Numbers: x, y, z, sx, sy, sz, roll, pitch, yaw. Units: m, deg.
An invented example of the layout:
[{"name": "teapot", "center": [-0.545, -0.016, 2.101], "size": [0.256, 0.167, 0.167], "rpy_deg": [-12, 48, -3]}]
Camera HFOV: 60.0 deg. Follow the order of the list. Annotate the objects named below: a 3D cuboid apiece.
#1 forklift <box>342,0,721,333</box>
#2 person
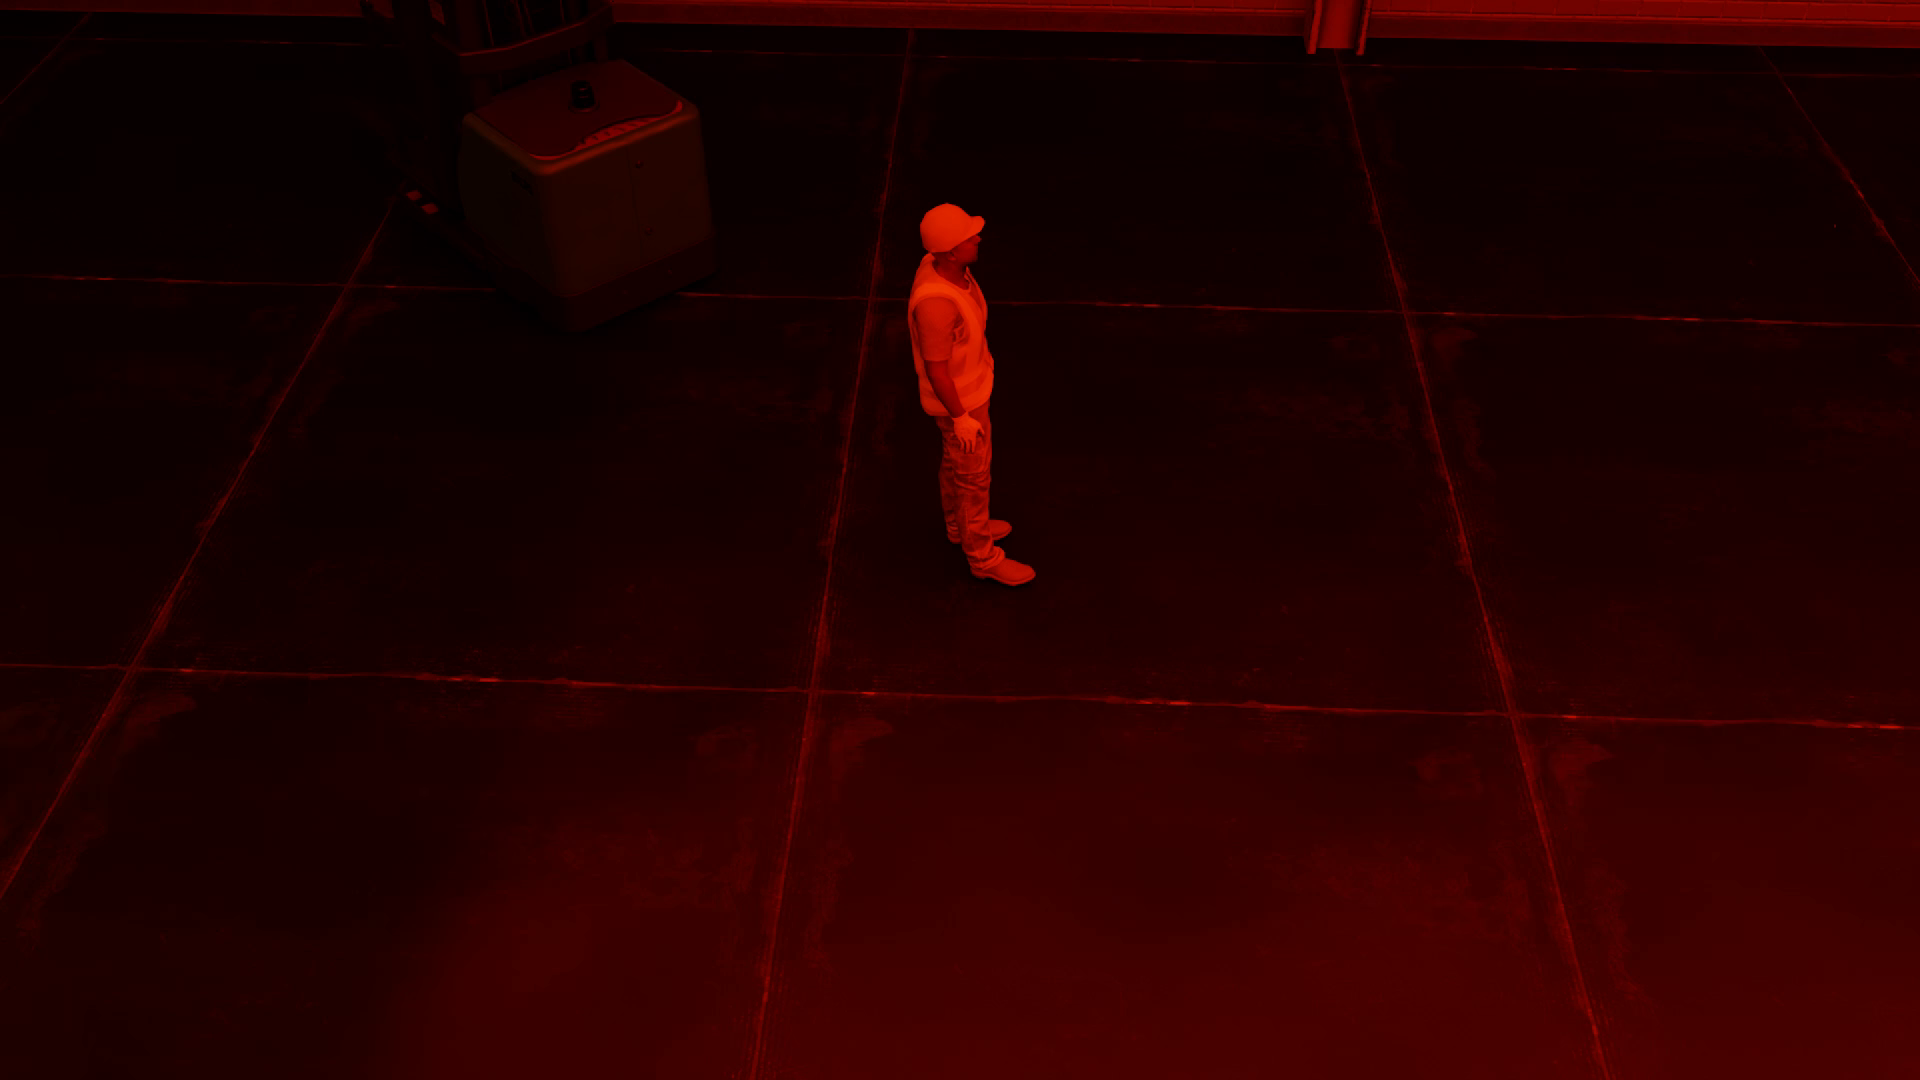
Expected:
[{"name": "forklift", "center": [-2.721, -3.125, 9.166], "size": [1.130, 2.935, 3.031], "rpy_deg": [-31, 51, -29]}, {"name": "person", "center": [0.072, -0.656, 7.301], "size": [0.575, 1.785, 0.657], "rpy_deg": [2, 42, 2]}]
